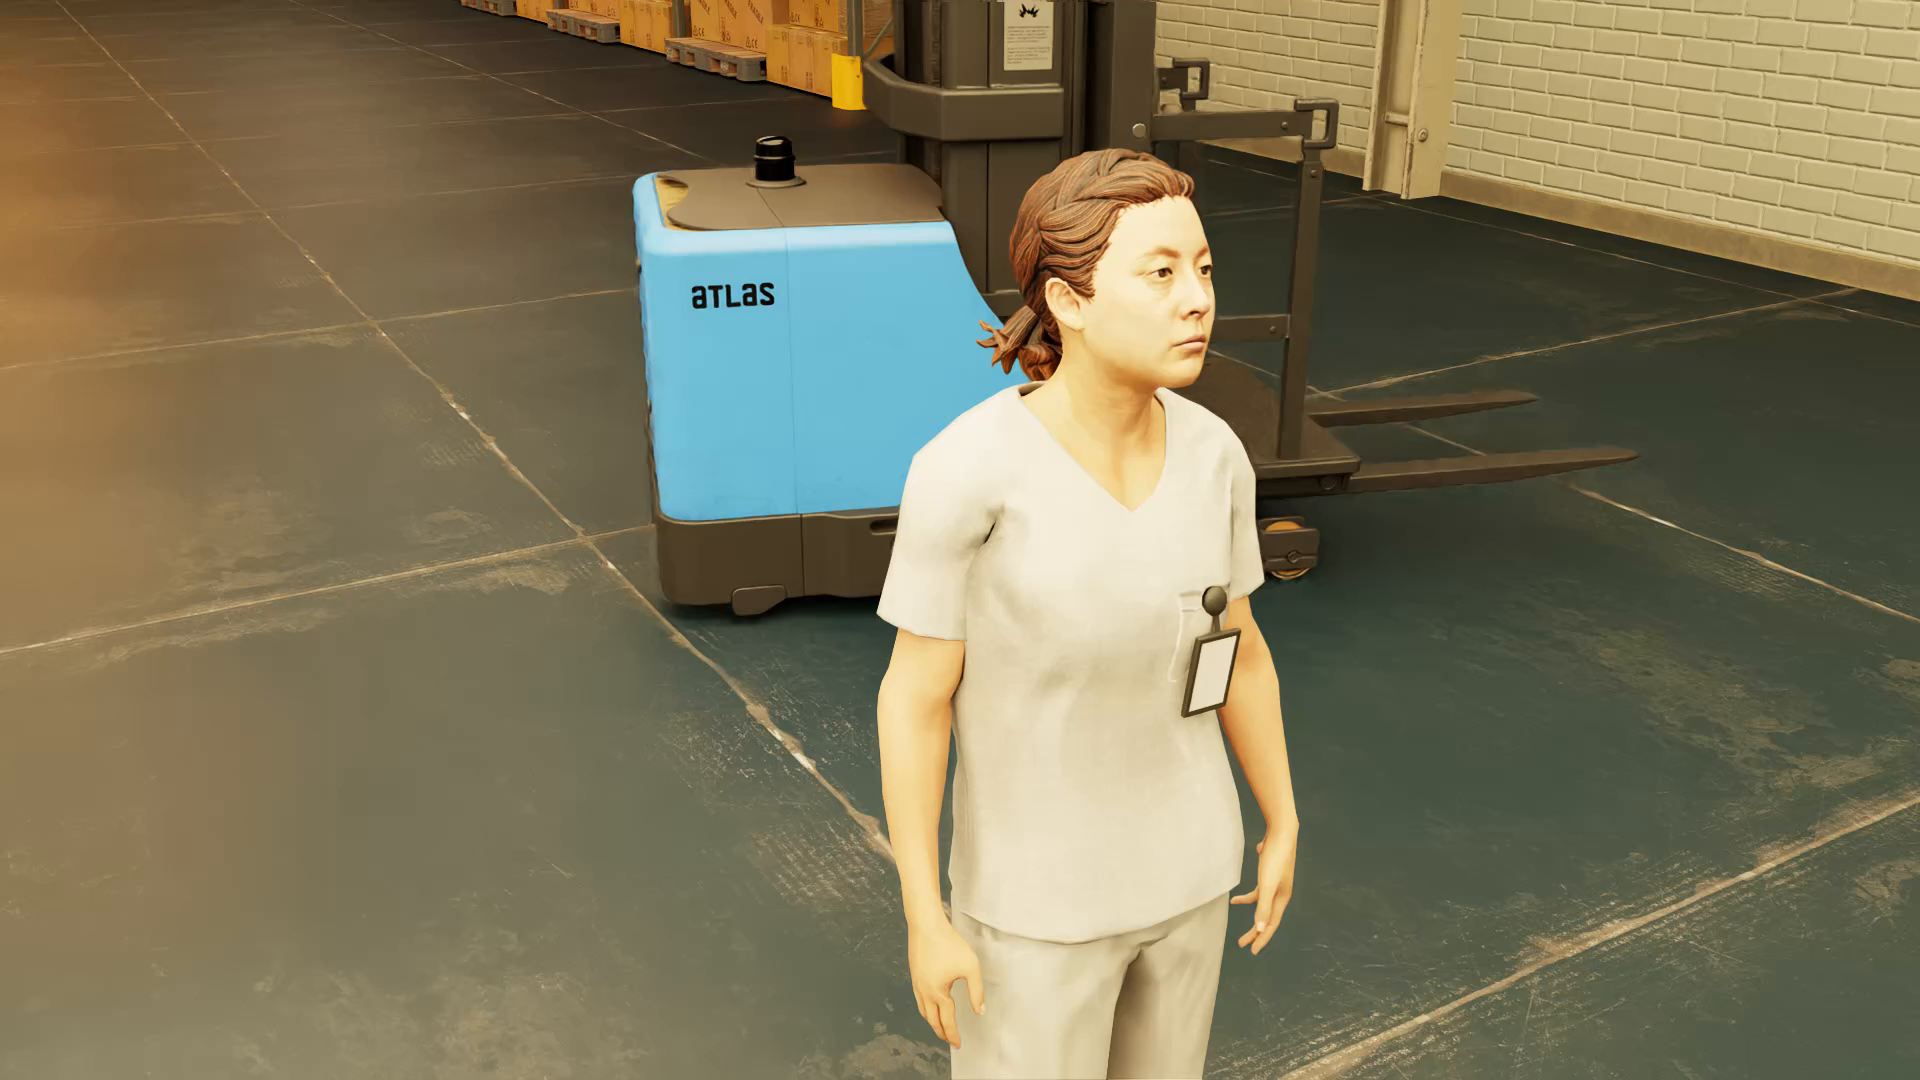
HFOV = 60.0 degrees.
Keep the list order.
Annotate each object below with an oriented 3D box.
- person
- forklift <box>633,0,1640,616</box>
[{"bbox_3d":[0.180,0.428,1.865,0.550,1.676,0.550,-12,25,-27],"label":"person"},{"bbox_3d":[0.575,-1.418,4.729,3.031,2.935,1.130,-5,23,-11],"label":"forklift"}]
